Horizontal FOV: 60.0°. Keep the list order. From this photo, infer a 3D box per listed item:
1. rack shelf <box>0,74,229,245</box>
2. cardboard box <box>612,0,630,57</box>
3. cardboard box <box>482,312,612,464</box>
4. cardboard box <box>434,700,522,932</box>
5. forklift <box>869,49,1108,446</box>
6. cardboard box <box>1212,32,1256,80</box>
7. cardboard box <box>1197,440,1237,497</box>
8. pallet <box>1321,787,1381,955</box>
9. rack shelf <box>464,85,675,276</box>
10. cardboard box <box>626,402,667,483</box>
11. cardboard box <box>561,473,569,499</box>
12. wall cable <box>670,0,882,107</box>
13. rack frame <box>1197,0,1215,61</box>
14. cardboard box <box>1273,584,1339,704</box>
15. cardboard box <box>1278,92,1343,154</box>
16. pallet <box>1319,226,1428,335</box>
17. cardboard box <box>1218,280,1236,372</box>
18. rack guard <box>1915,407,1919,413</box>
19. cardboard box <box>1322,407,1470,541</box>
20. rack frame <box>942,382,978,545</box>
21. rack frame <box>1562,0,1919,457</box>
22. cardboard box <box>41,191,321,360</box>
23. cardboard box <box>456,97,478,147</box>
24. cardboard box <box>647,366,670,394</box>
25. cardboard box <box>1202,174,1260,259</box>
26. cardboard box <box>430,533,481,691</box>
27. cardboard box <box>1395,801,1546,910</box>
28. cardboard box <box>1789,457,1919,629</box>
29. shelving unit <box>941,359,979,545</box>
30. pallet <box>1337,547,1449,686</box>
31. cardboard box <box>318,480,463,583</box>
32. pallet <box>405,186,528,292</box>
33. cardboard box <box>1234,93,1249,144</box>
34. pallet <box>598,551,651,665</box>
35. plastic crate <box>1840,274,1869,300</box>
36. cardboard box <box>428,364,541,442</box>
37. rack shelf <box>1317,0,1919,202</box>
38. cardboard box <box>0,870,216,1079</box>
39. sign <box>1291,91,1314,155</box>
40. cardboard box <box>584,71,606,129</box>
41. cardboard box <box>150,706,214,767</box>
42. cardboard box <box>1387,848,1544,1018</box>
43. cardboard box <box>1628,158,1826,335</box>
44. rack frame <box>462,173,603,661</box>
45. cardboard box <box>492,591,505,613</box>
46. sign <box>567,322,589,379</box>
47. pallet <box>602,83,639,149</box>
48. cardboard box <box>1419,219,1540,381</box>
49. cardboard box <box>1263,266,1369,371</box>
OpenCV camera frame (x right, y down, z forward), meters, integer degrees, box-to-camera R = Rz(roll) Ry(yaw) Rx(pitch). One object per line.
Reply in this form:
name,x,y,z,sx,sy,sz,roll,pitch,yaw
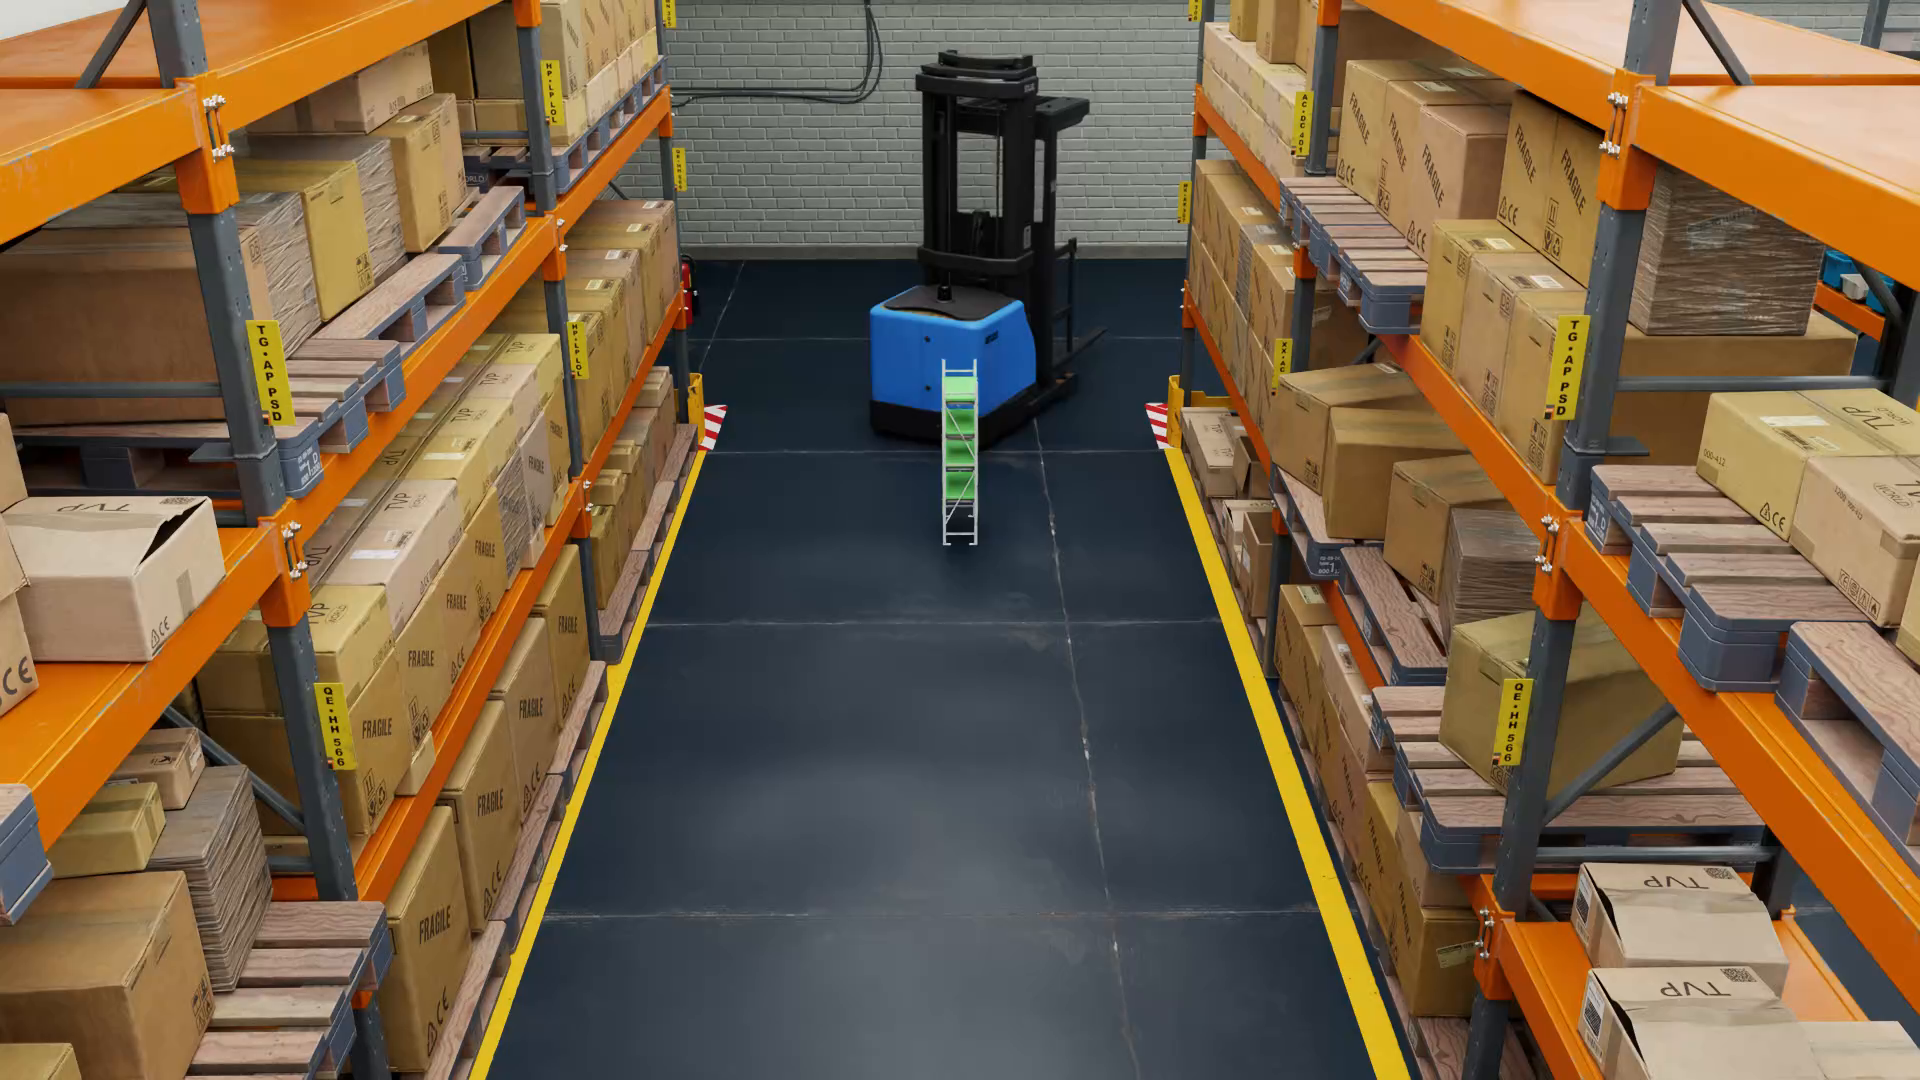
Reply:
rack shelf,-2.569,-0.289,2.828,1.077,0.370,4.000,0,24,-1
cardboard box,-2.388,-3.342,10.500,0.500,0.500,0.500,-1,24,-3
cardboard box,-2.624,-0.898,9.733,0.980,0.700,0.700,0,24,0
cardboard box,-2.470,1.234,7.482,0.750,0.750,0.750,0,24,-1
forklift,0.394,-2.647,14.047,1.130,2.935,3.031,12,27,25
cardboard box,2.019,-3.317,11.380,0.500,0.250,0.500,0,24,-1
cardboard box,2.009,-0.520,12.064,0.500,0.250,0.500,0,24,-1
pallet,2.382,1.548,8.072,1.003,0.211,1.213,0,24,-1
rack shelf,-2.656,-2.401,10.652,1.077,0.370,4.000,0,24,-1
cardboard box,-2.564,-0.745,12.280,0.700,0.500,0.500,0,24,-1
cardboard box,-2.347,-0.295,9.042,0.380,0.149,0.250,0,24,0
wall cable,-2.382,-5.837,17.505,3.097,2.526,0.112,0,24,-1
rack frame,2.276,-4.944,11.761,1.000,3.000,0.127,0,24,-1
cardboard box,2.081,0.577,9.334,0.500,0.500,0.500,-1,24,-3
cardboard box,2.043,-2.287,9.103,0.500,0.250,0.500,0,24,-1
pallet,2.271,-1.147,7.233,1.213,0.211,1.003,0,24,-1
cardboard box,2.034,-1.446,11.187,0.500,0.500,0.500,0,24,0
rack guard,7.216,-1.102,13.580,1.175,0.500,0.348,0,24,-1
cardboard box,2.172,-0.320,8.186,0.700,0.500,0.500,4,25,8
rack frame,0.001,-0.514,11.431,0.240,1.200,0.015,0,24,-1
rack frame,2.363,-1.647,4.472,1.000,3.000,0.127,0,24,-1
cardboard box,-2.711,-0.920,5.850,0.700,0.500,0.500,-2,24,-3
cardboard box,-2.876,-2.354,9.227,0.500,0.250,0.500,0,24,0
cardboard box,-2.386,-1.194,12.487,0.380,0.149,0.250,-1,24,-1
cardboard box,2.030,-2.312,11.887,0.500,0.500,0.500,0,24,0
cardboard box,-2.341,0.298,6.944,0.500,0.500,0.500,0,24,-1
cardboard box,2.113,1.276,6.879,0.500,0.250,0.500,1,24,1
cardboard box,2.448,-0.001,4.144,0.500,0.250,0.500,0,24,1
shelving unit,-0.002,-0.615,11.654,0.258,1.200,0.503,0,24,-1
pallet,2.337,0.372,7.520,1.003,0.211,1.213,0,24,-1
cardboard box,-2.354,-0.038,6.776,0.500,0.250,0.500,0,24,0
pallet,-2.575,-1.440,7.886,0.805,0.209,1.217,-1,24,-3
cardboard box,2.039,-2.678,10.572,0.500,0.250,0.500,0,24,-1
pallet,-2.564,0.419,10.568,1.003,0.211,1.213,0,24,-1
plastic crate,6.823,-1.902,12.563,0.250,0.136,0.298,0,24,-1
cardboard box,-2.377,-0.668,8.170,0.500,0.250,0.500,0,24,1
rack shelf,2.341,-1.961,6.525,1.077,0.370,4.000,0,24,-1
cardboard box,-2.542,1.288,4.607,0.700,0.500,0.500,-3,24,-6
sign,1.777,-2.159,8.616,0.100,0.325,0.005,0,24,-1
cardboard box,-2.369,-2.569,9.702,0.500,0.250,0.500,-1,24,-2
cardboard box,-2.859,0.726,5.997,0.500,0.500,0.500,0,24,0
cardboard box,2.118,1.640,6.982,0.500,0.500,0.500,1,24,2
cardboard box,2.365,-0.961,5.261,0.500,0.500,0.500,0,24,-1
rack frame,-2.634,-0.538,9.300,1.000,3.000,0.127,0,24,-1
cardboard box,-2.377,0.229,7.884,0.380,0.149,0.250,-1,24,-2
sign,-2.092,-1.036,9.092,0.100,0.325,0.005,0,24,-1
pallet,-2.643,-2.703,10.554,1.003,0.211,1.213,0,24,-1
cardboard box,2.313,-0.930,6.405,0.910,0.500,0.500,0,24,-1
cardboard box,2.055,-1.270,9.584,0.500,0.500,0.500,0,24,0
